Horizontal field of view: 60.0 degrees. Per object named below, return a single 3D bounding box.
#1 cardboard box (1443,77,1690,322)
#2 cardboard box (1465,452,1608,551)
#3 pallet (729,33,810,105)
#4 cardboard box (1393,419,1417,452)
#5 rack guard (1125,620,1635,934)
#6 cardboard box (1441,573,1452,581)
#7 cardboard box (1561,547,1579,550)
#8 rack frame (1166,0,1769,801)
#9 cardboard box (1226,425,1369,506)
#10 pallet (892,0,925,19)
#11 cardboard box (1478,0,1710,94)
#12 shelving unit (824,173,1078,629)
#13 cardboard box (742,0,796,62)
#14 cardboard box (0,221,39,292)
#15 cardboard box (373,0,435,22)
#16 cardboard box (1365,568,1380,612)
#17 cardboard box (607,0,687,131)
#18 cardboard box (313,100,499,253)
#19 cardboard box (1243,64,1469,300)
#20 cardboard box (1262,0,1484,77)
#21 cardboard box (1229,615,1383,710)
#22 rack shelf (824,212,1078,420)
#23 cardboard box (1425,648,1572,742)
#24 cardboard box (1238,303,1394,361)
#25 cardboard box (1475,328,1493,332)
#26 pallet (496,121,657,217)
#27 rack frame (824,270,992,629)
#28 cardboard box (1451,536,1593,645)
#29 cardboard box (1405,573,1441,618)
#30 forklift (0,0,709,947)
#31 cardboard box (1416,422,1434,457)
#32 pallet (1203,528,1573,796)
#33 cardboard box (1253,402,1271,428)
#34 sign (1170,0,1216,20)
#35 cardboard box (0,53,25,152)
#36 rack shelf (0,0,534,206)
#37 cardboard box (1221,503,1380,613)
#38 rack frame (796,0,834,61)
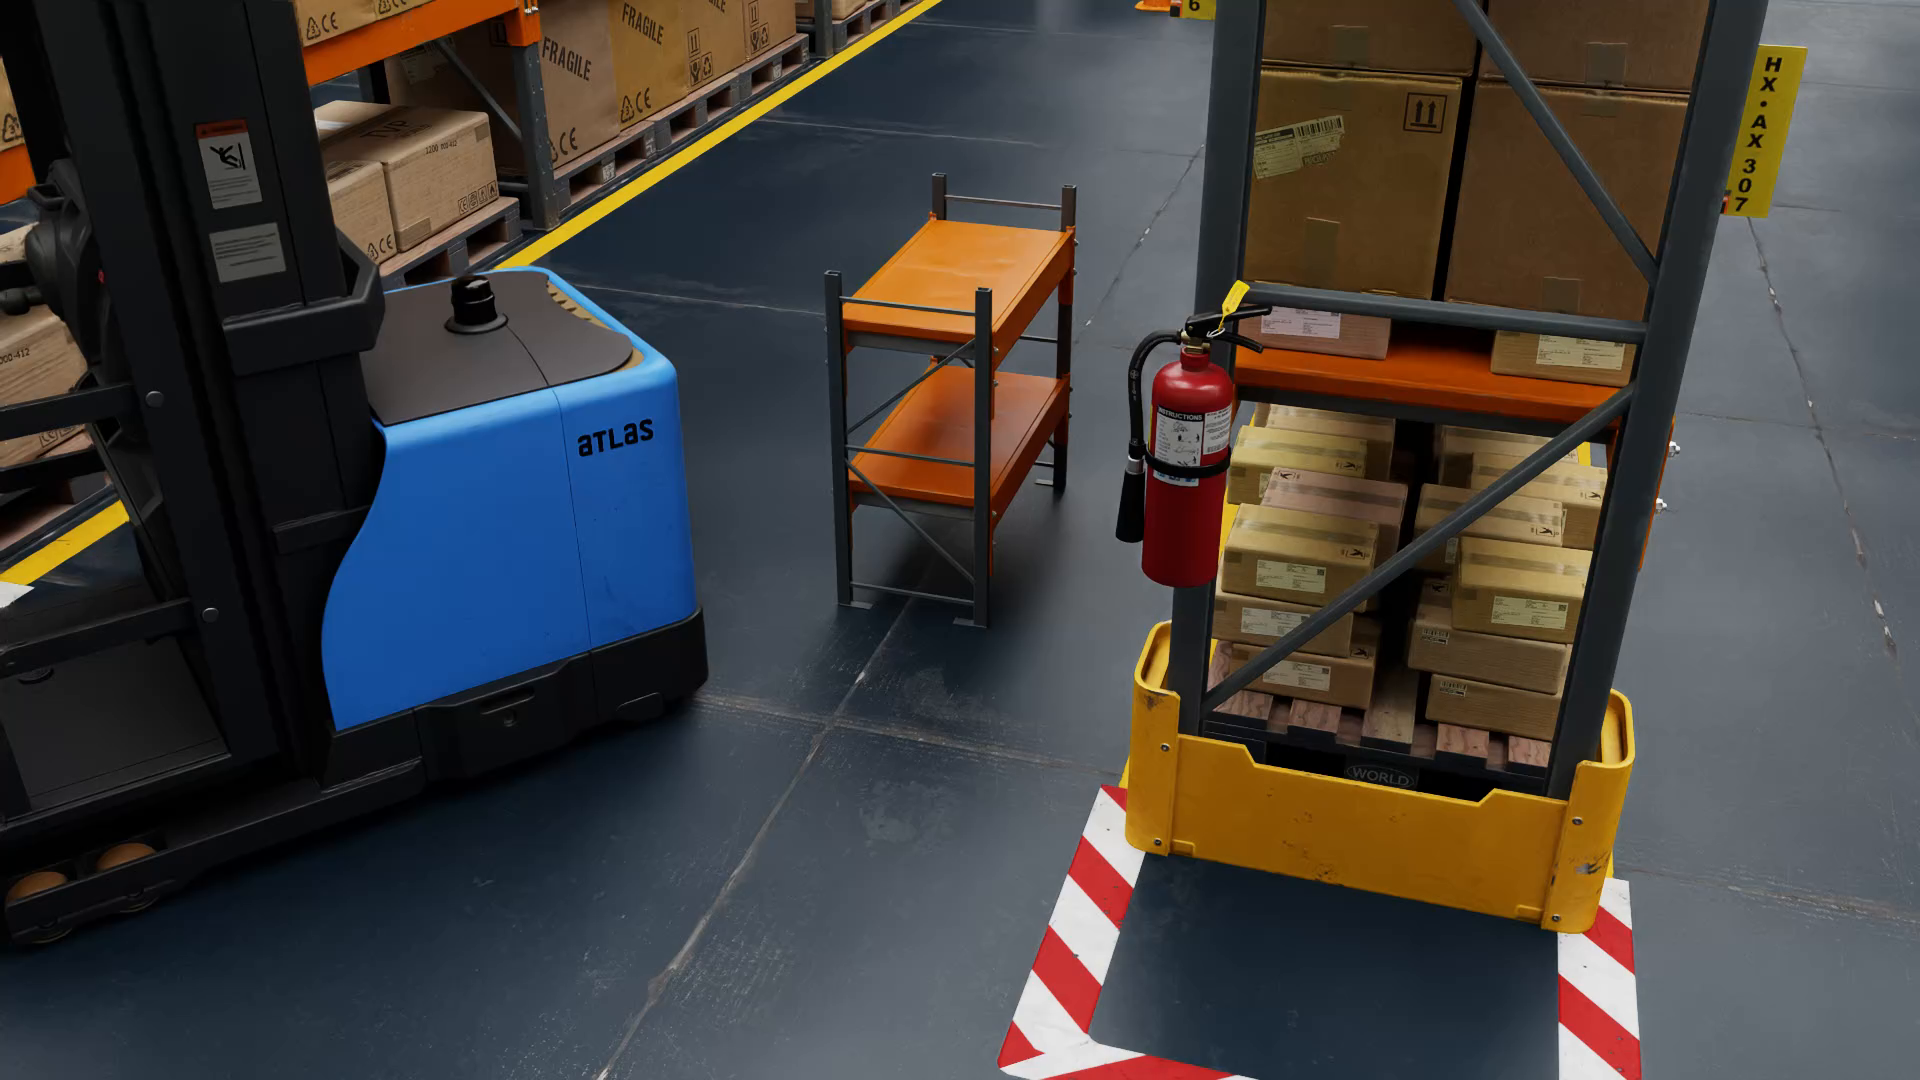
[{"bbox_3d":[1.399,-0.818,3.726,0.500,0.500,0.500,10,31,17],"label":"cardboard box"},{"bbox_3d":[1.644,-0.112,4.754,0.380,0.149,0.250,8,30,15],"label":"cardboard box"},{"bbox_3d":[-1.714,-3.278,11.425,1.003,0.211,1.213,8,30,15],"label":"pallet"},{"bbox_3d":[1.417,-0.407,5.896,0.380,0.149,0.250,9,30,16],"label":"cardboard box"},{"bbox_3d":[1.025,0.582,4.190,1.175,0.500,0.348,8,30,15],"label":"rack guard"},{"bbox_3d":[1.536,0.131,4.623,0.380,0.149,0.250,8,30,15],"label":"cardboard box"},{"bbox_3d":[1.703,-0.099,5.037,0.380,0.149,0.250,9,30,16],"label":"cardboard box"},{"bbox_3d":[1.003,-0.475,3.518,1.000,3.000,0.127,8,30,15],"label":"rack frame"},{"bbox_3d":[0.999,-0.202,4.916,0.380,0.149,0.250,8,30,14],"label":"cardboard box"},{"bbox_3d":[-0.820,-4.562,13.733,1.003,0.211,1.213,8,30,15],"label":"pallet"},{"bbox_3d":[1.388,-1.256,3.486,0.500,0.500,0.500,8,30,15],"label":"cardboard box"},{"bbox_3d":[-0.002,-0.488,5.471,0.538,1.125,1.048,8,30,15],"label":"shelving unit"},{"bbox_3d":[-1.693,-3.798,11.246,0.875,0.875,0.875,8,30,14],"label":"cardboard box"},{"bbox_3d":[-3.400,-0.946,6.568,0.875,0.438,0.875,9,30,16],"label":"cardboard box"},{"bbox_3d":[-2.622,-2.545,7.137,0.500,0.500,0.500,8,30,14],"label":"cardboard box"},{"bbox_3d":[1.013,0.057,4.756,0.380,0.149,0.250,8,30,14],"label":"cardboard box"},{"bbox_3d":[-2.222,-2.969,9.755,0.875,0.875,0.875,9,30,16],"label":"cardboard box"},{"bbox_3d":[-2.872,-1.781,8.069,0.875,0.438,0.875,8,30,14],"label":"cardboard box"},{"bbox_3d":[0.889,-0.894,3.863,0.500,0.500,0.500,9,30,16],"label":"cardboard box"},{"bbox_3d":[0.899,-1.334,3.625,0.500,0.500,0.500,8,30,14],"label":"cardboard box"},{"bbox_3d":[0.958,0.313,4.603,0.380,0.149,0.250,9,30,16],"label":"cardboard box"},{"bbox_3d":[-0.002,-0.744,5.329,0.538,0.278,1.000,8,30,15],"label":"rack shelf"},{"bbox_3d":[1.463,0.389,4.465,0.380,0.149,0.250,9,30,16],"label":"cardboard box"},{"bbox_3d":[0.828,-0.557,3.924,0.380,0.149,0.250,9,30,15],"label":"cardboard box"},{"bbox_3d":[1.446,-0.593,3.989,0.380,0.149,0.250,10,30,17],"label":"cardboard box"},{"bbox_3d":[-2.430,-2.144,9.387,1.003,0.211,1.213,8,30,15],"label":"pallet"},{"bbox_3d":[-0.151,-0.252,5.046,0.500,1.125,0.032,8,30,15],"label":"rack frame"},{"bbox_3d":[1.481,0.132,4.315,0.380,0.149,0.250,7,30,13],"label":"cardboard box"},{"bbox_3d":[1.527,0.140,4.914,0.380,0.149,0.250,9,30,15],"label":"cardboard box"},{"bbox_3d":[-2.248,-0.605,3.822,3.031,2.935,1.130,-18,34,-29],"label":"forklift"},{"bbox_3d":[1.730,-0.368,5.520,0.380,0.149,0.250,10,31,17],"label":"cardboard box"},{"bbox_3d":[1.297,0.336,4.929,1.003,0.211,1.213,8,30,15],"label":"pallet"},{"bbox_3d":[1.161,-0.446,5.355,0.380,0.149,0.250,10,31,17],"label":"cardboard box"},{"bbox_3d":[0.478,-1.208,3.319,0.100,0.325,0.005,8,30,15],"label":"sign"},{"bbox_3d":[-3.222,-1.599,5.436,0.500,0.500,0.500,8,30,14],"label":"cardboard box"},{"bbox_3d":[-3.172,-1.750,6.549,1.077,0.370,4.000,8,30,15],"label":"rack shelf"},{"bbox_3d":[0.916,0.045,4.472,0.380,0.149,0.250,9,30,15],"label":"cardboard box"},{"bbox_3d":[-1.411,-4.852,11.387,1.000,3.000,0.127,8,30,15],"label":"rack frame"}]
